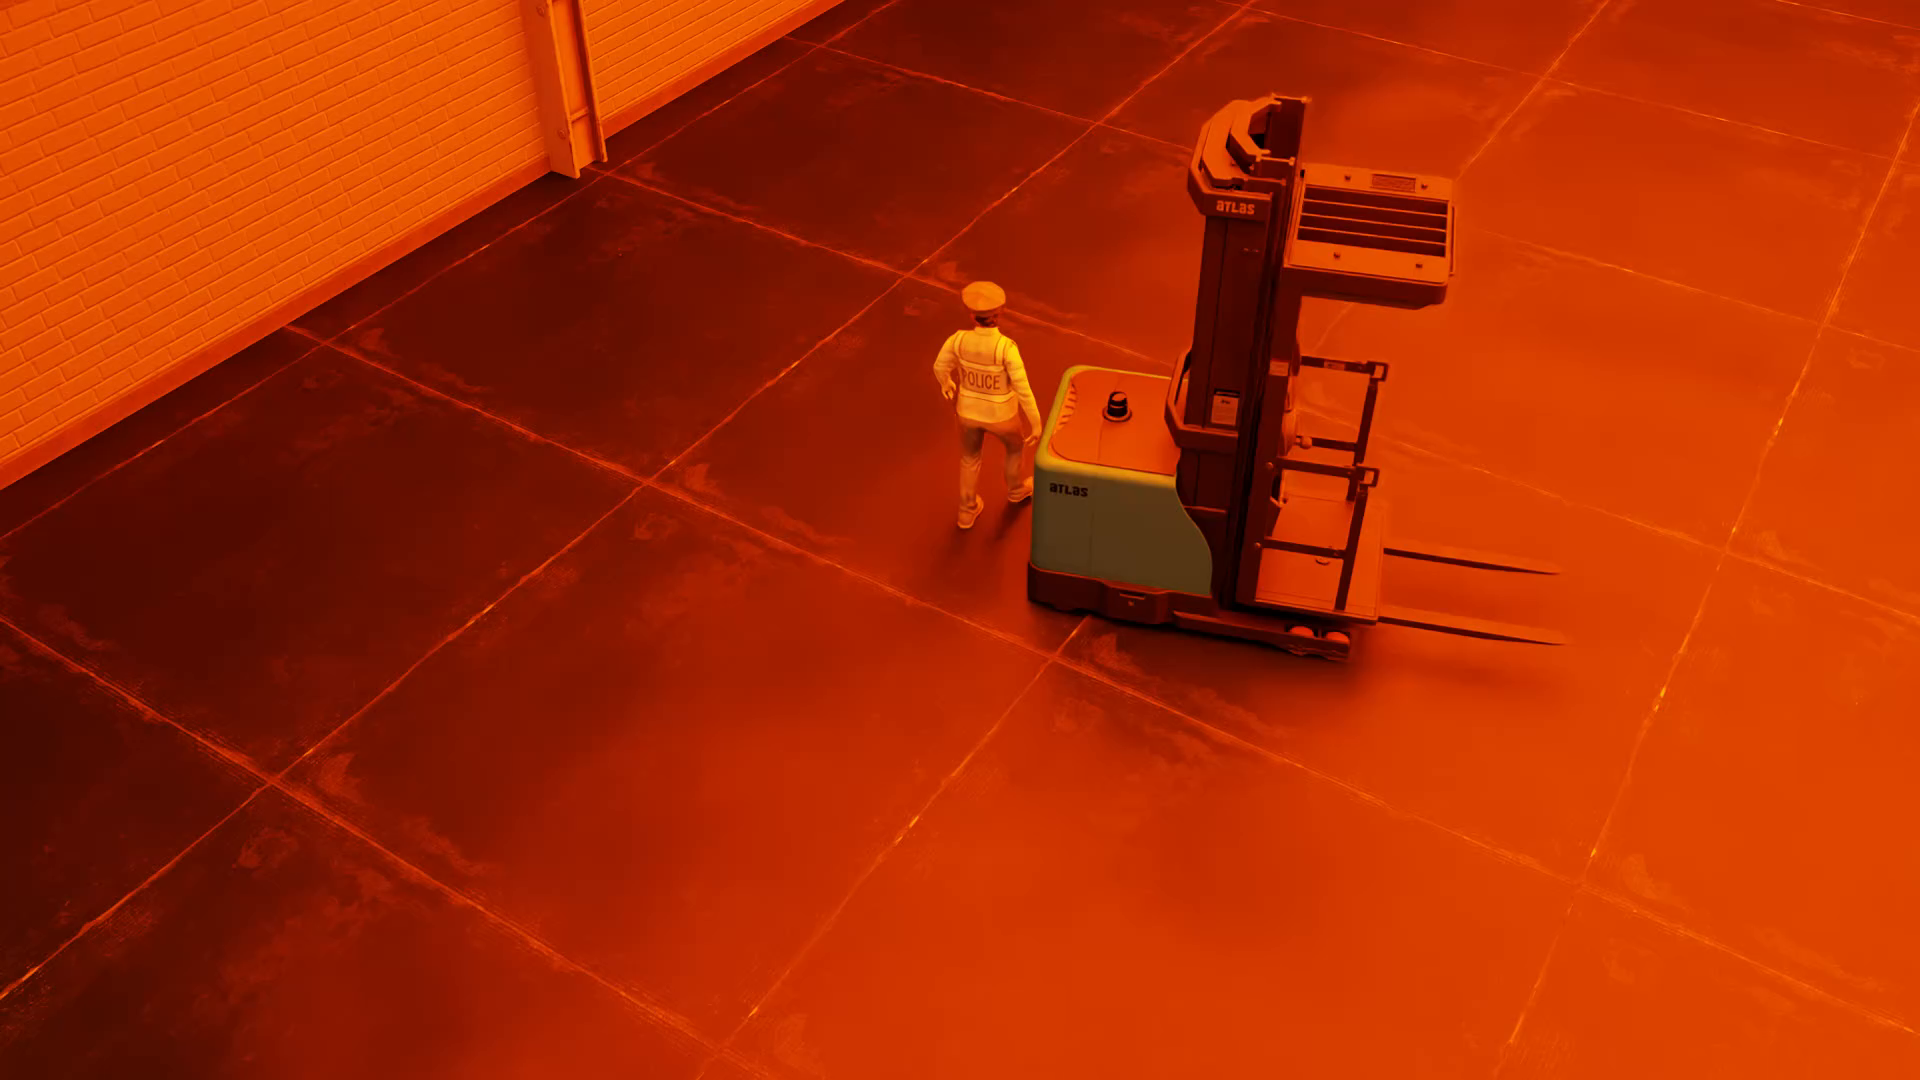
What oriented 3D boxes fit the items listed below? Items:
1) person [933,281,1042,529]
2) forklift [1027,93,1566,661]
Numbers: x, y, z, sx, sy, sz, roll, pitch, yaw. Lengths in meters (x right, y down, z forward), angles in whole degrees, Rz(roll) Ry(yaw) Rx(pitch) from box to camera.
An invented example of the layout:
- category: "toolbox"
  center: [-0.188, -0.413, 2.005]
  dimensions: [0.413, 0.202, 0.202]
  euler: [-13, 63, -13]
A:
- category: "person"
  center: [0.203, -0.847, 9.983]
  dimensions: [0.715, 1.621, 0.619]
  euler: [13, 42, 15]
- category: "forklift"
  center: [1.967, -0.815, 8.929]
  dimensions: [3.031, 2.935, 1.130]
  euler: [9, 41, 10]
